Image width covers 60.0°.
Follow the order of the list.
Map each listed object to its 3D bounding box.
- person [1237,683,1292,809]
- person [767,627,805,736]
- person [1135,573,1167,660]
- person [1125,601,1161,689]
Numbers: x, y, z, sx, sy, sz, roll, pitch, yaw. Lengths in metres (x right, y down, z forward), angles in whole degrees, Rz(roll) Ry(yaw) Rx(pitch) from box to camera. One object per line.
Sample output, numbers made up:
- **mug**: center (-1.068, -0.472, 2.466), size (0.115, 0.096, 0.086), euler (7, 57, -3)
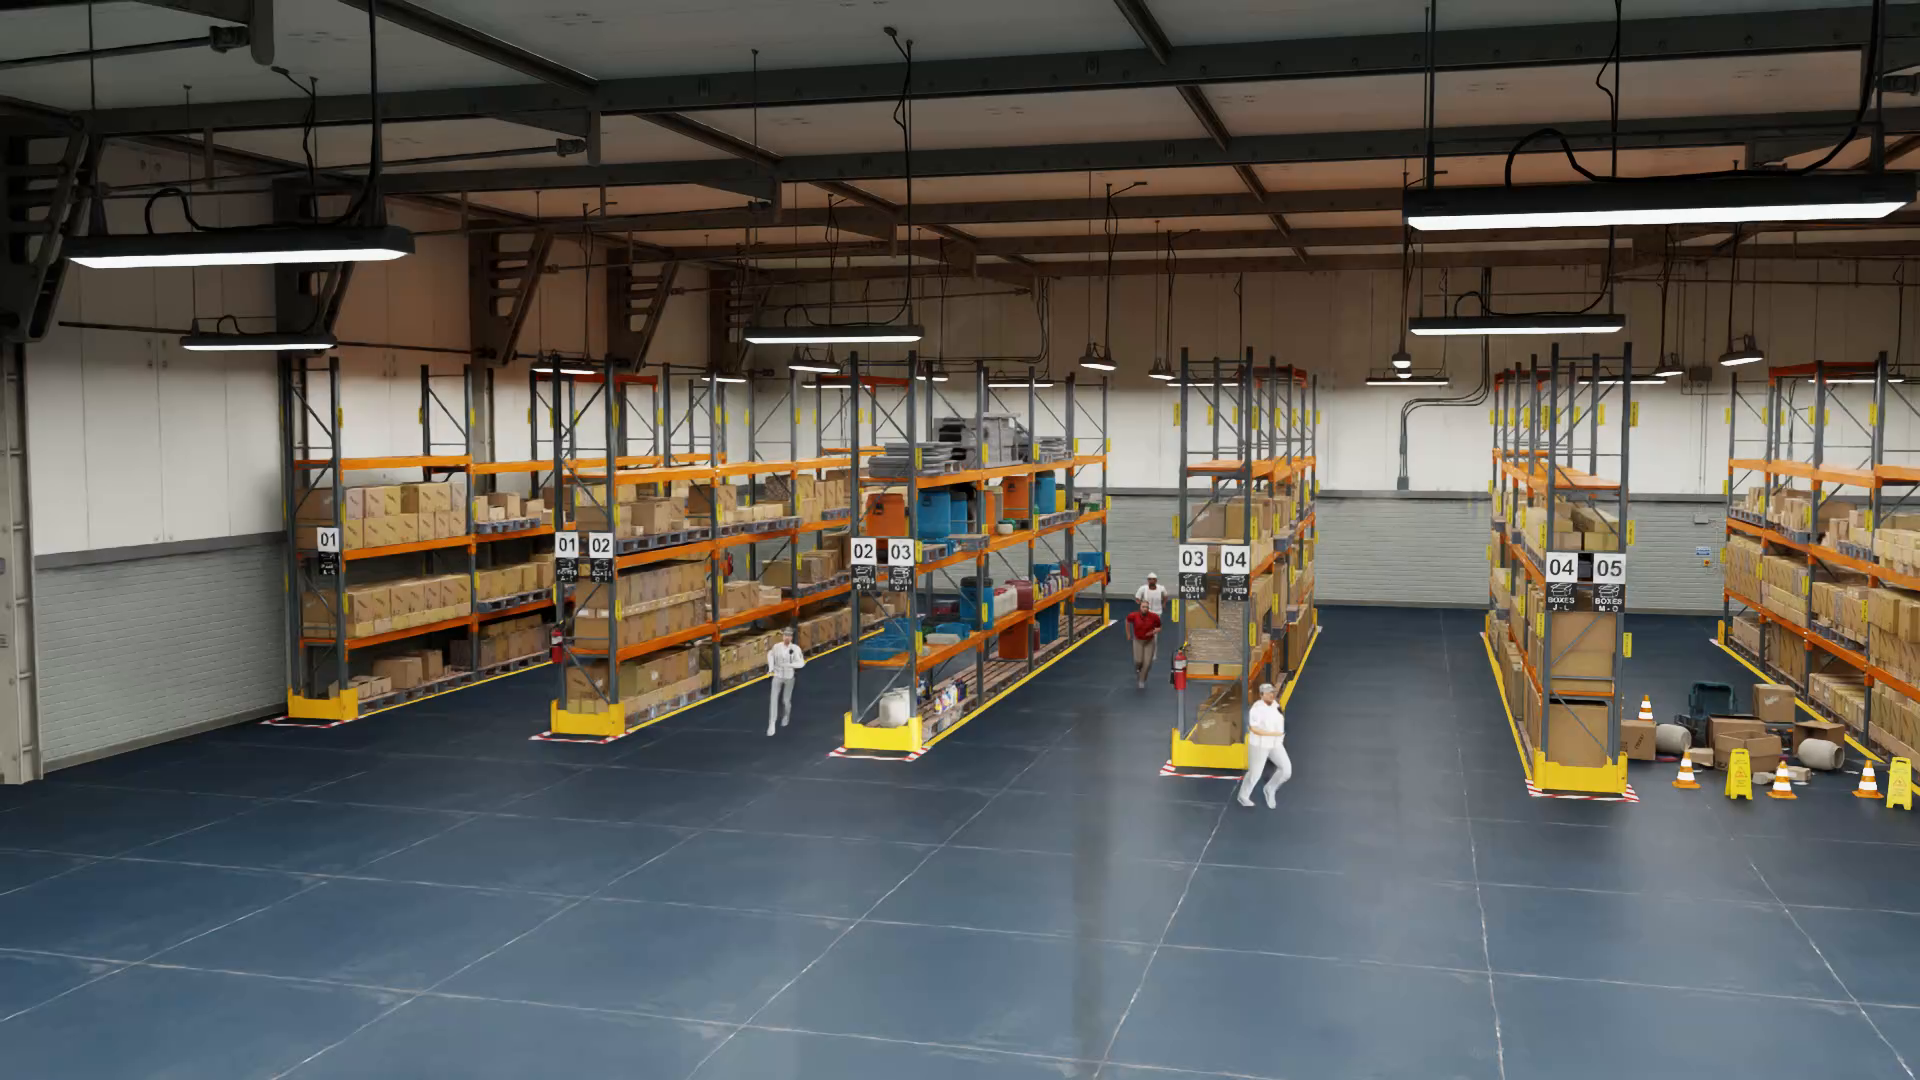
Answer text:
- **person**: center (3.909, 2.616, 21.163), size (0.616, 1.624, 0.816), euler (-2, 5, -27)
- **person**: center (-2.775, 2.205, 26.410), size (0.627, 1.685, 0.912), euler (0, 4, 3)
- **person**: center (3.998, 1.568, 34.899), size (0.663, 1.776, 1.119), euler (1, 4, 12)
- **person**: center (3.378, 1.938, 30.679), size (0.650, 1.652, 0.735), euler (0, 4, 1)
